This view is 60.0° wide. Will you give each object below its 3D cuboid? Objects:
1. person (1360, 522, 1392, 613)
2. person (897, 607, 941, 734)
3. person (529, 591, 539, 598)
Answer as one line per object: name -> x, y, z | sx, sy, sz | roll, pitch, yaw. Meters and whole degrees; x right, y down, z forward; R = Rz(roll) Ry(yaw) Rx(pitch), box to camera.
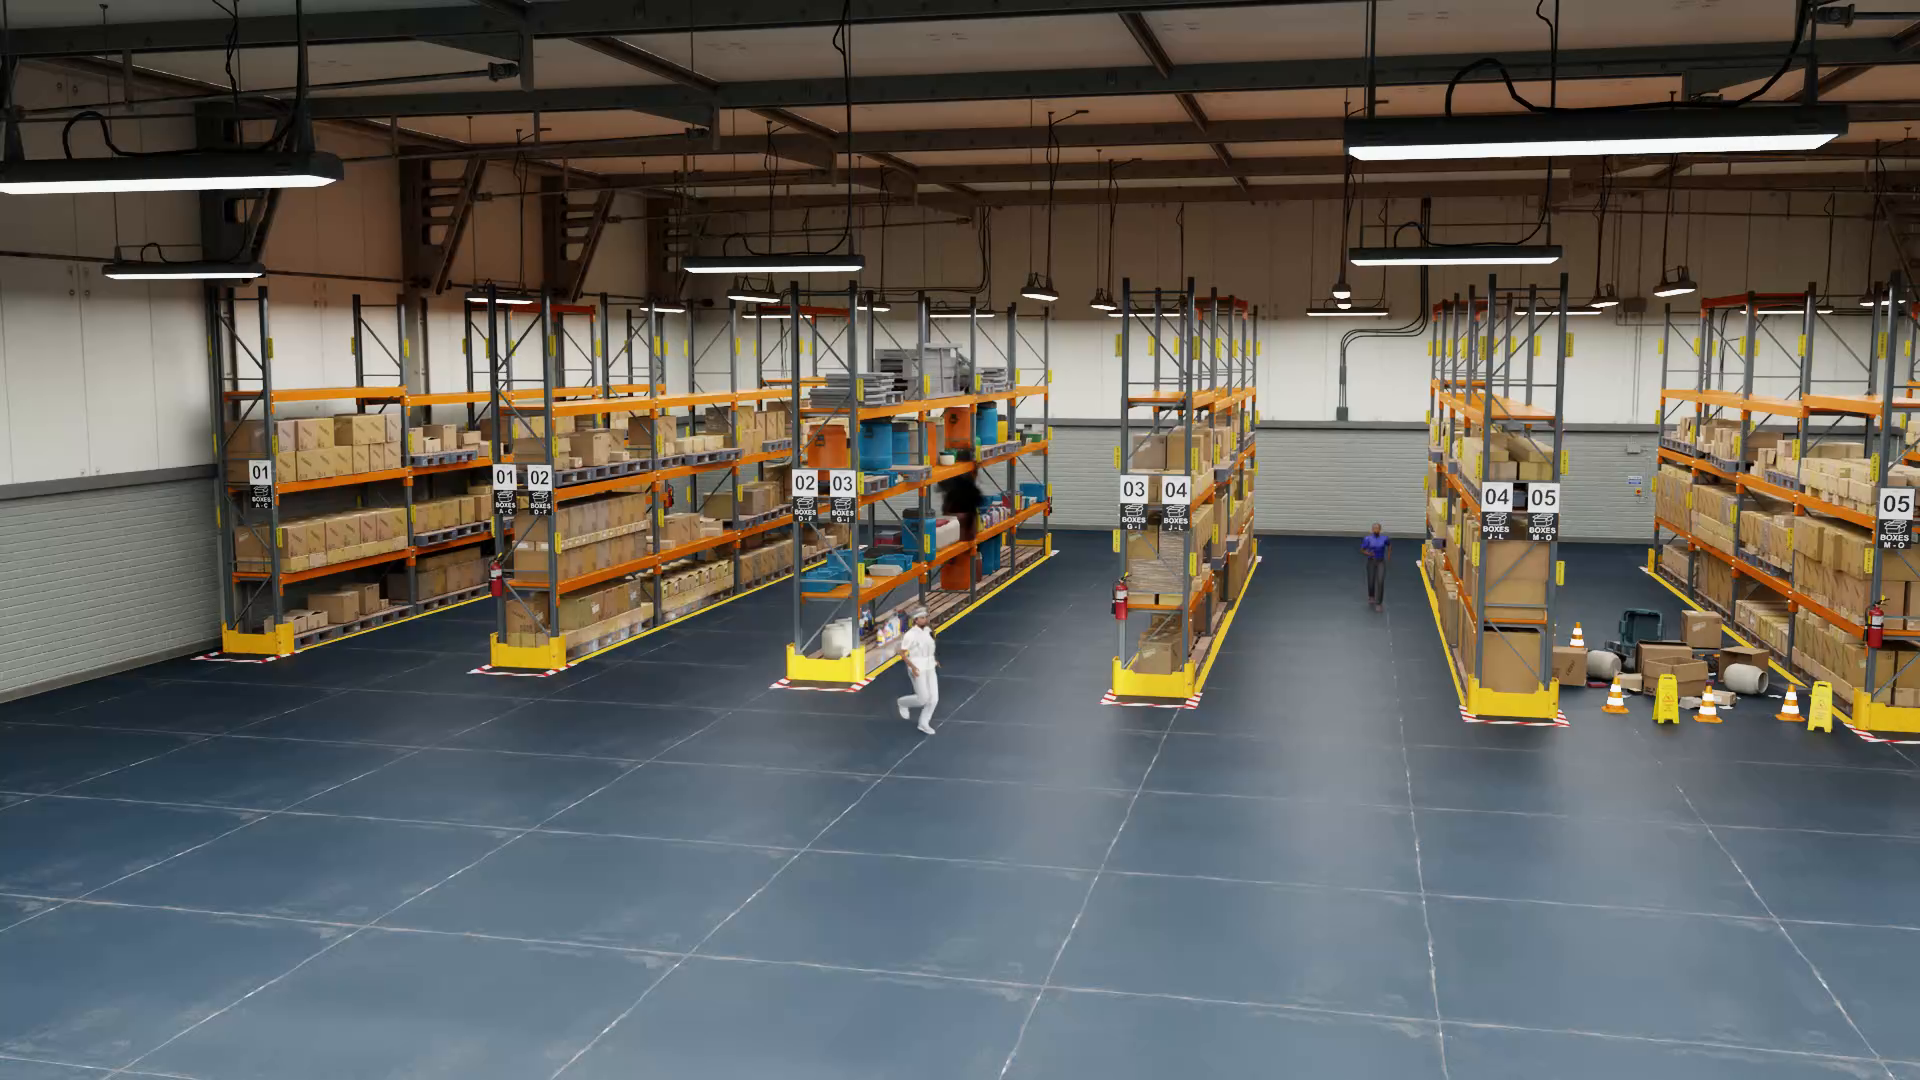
person -> 7.972, 0.510, 31.946 | 0.568, 1.663, 0.903 | 1, 7, 13
person -> -0.538, 1.689, 21.859 | 0.583, 1.664, 0.593 | -6, 9, -44
person -> -7.538, 0.738, 29.885 | 0.583, 1.647, 0.700 | 1, 7, 6
